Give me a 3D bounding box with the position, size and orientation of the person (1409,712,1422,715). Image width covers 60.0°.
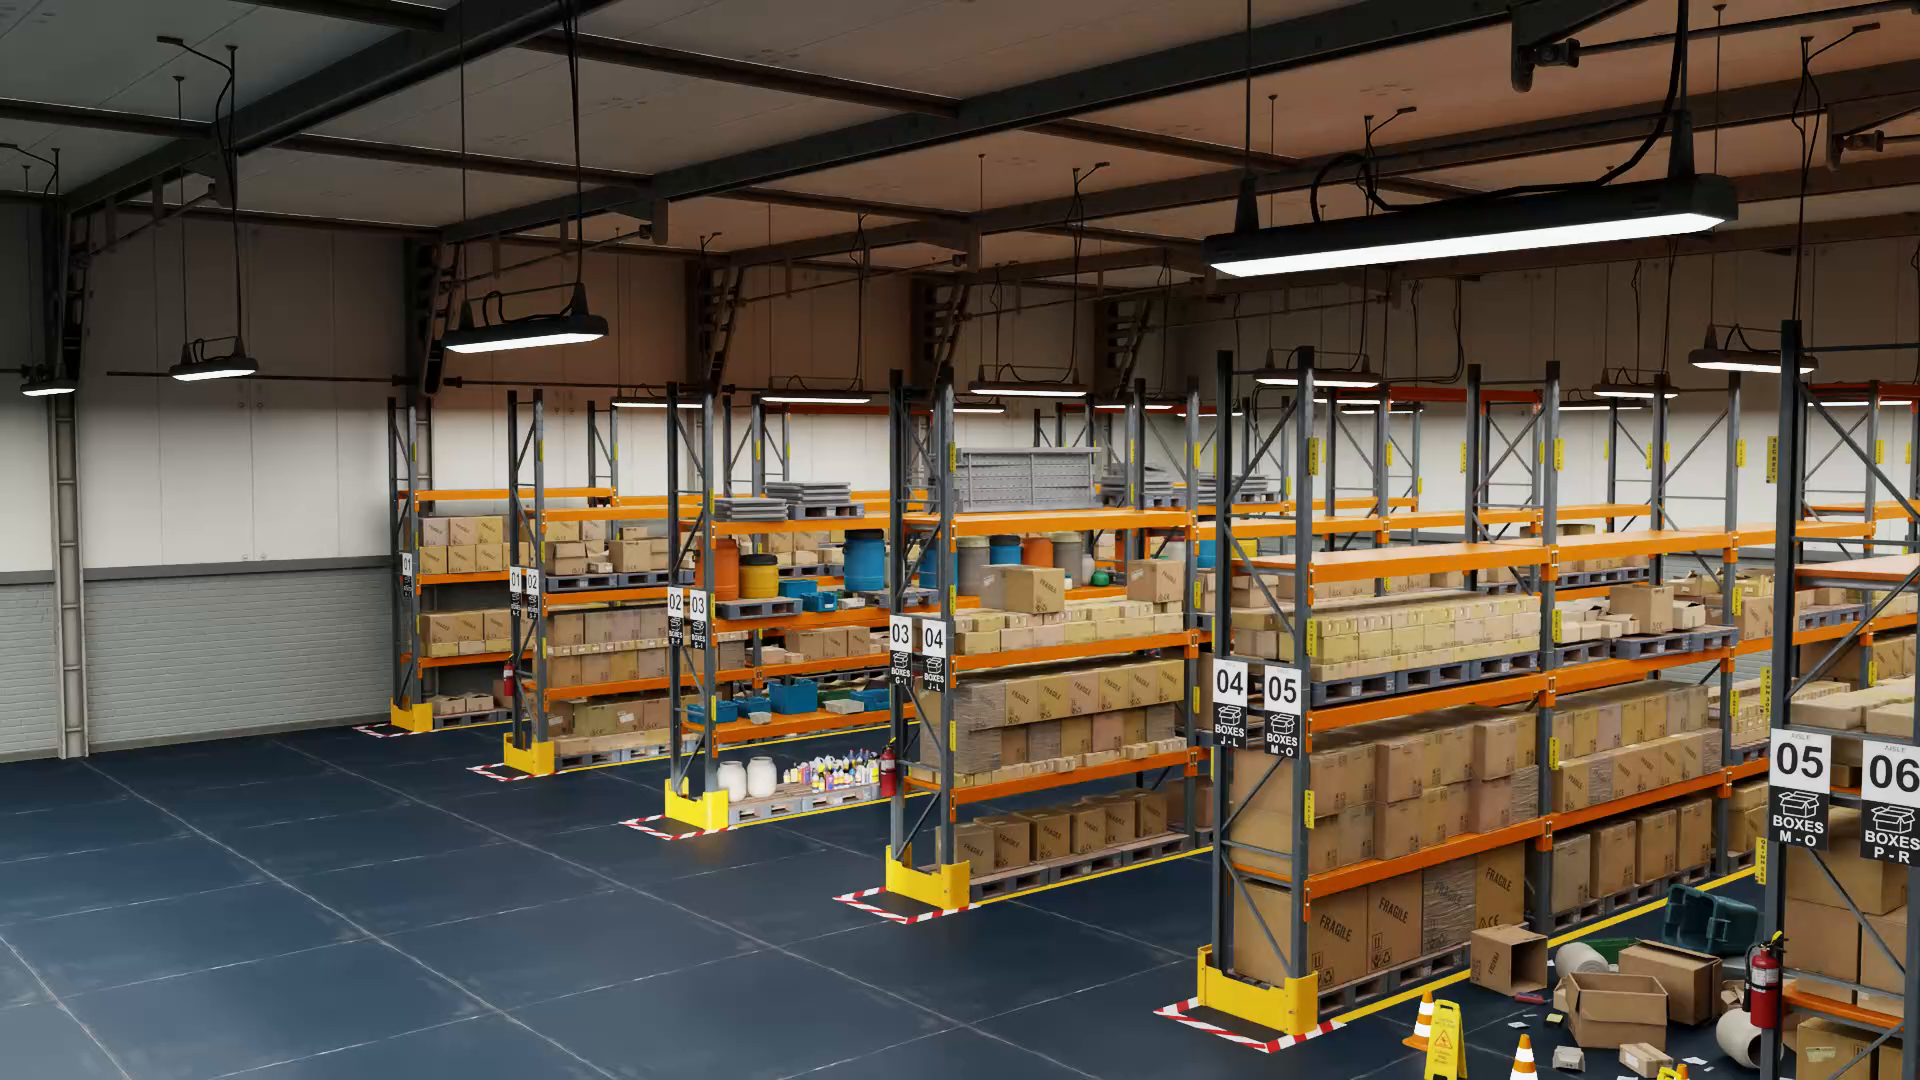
[{"bbox_3d":[6.139,3.030,22.286,0.716,1.655,0.755,-2,4,-37],"label":"person"}]

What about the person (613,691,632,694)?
[{"bbox_3d":[-5.972,2.564,29.861,0.651,1.734,0.627,2,4,27],"label":"person"}]
